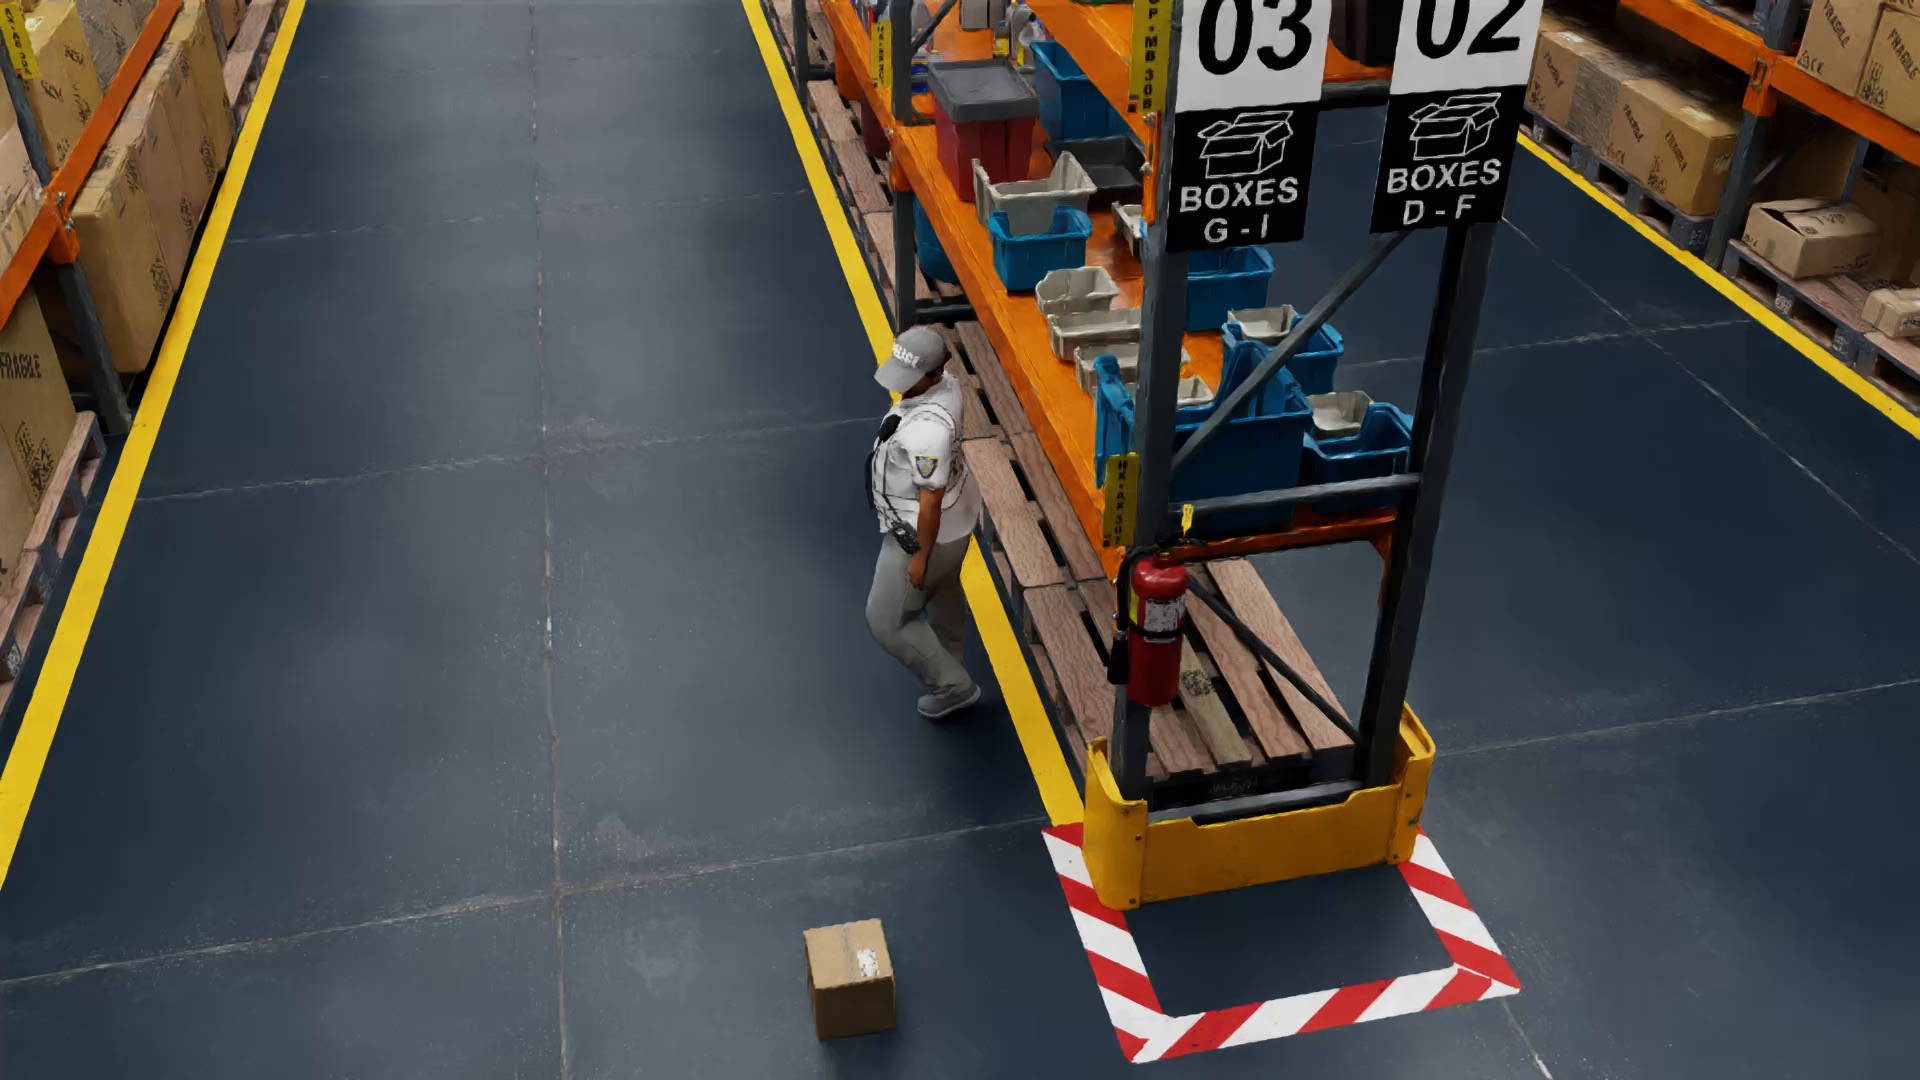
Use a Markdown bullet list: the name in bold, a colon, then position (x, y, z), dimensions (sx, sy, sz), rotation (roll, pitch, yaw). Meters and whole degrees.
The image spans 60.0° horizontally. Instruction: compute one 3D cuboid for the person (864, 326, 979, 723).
- **person**: position (-0.124, -0.068, 6.213), dimensions (0.393, 1.658, 0.564), rotation (5, 35, 8)
